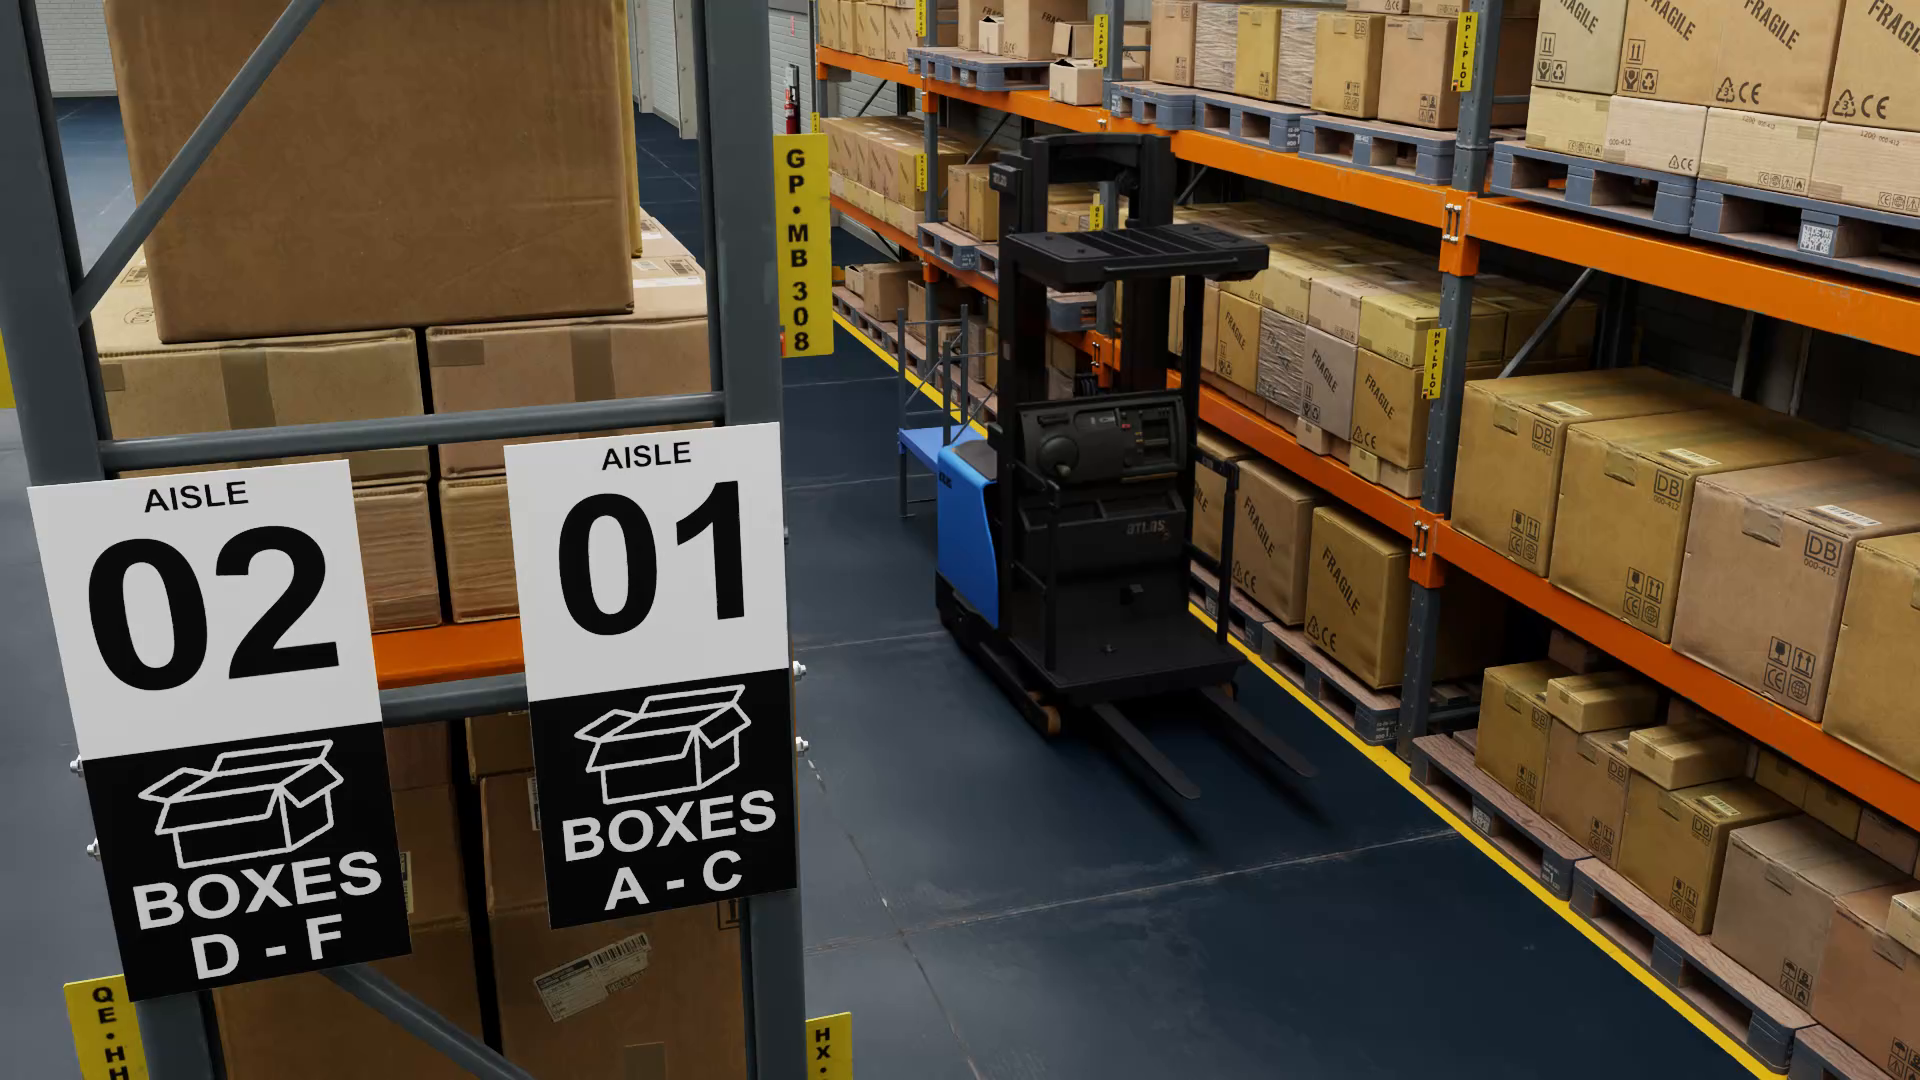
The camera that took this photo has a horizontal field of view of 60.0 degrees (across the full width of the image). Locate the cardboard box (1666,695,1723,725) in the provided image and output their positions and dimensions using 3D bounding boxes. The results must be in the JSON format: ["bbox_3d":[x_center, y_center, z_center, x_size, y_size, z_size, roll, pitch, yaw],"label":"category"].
[{"bbox_3d":[3.222,0.750,7.008,0.380,0.149,0.250,-7,21,-19],"label":"cardboard box"}]

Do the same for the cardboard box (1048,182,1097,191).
[{"bbox_3d":[0.709,-2.627,13.493,0.700,0.500,0.500,-4,20,-10],"label":"cardboard box"}]

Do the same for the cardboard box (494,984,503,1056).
[{"bbox_3d":[-0.810,1.068,3.856,0.500,0.500,0.500,-7,21,-18],"label":"cardboard box"}]

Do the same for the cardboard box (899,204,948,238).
[{"bbox_3d":[-0.261,-2.986,15.485,0.500,0.250,0.500,-6,21,-17],"label":"cardboard box"}]

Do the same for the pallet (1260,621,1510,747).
[{"bbox_3d":[2.376,0.713,9.120,1.003,0.211,1.213,-6,21,-17],"label":"pallet"}]

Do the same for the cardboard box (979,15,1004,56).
[{"bbox_3d":[0.465,-4.113,13.504,0.500,0.311,0.500,-6,21,-15],"label":"cardboard box"}]

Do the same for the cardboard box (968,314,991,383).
[{"bbox_3d":[0.423,-1.724,14.825,0.700,0.500,0.500,-6,21,-15],"label":"cardboard box"}]

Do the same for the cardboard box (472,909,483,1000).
[{"bbox_3d":[-1.319,1.123,3.705,0.500,0.500,0.500,-6,21,-17],"label":"cardboard box"}]

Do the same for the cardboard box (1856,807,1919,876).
[{"bbox_3d":[3.543,1.077,6.097,0.380,0.149,0.250,-6,21,-16],"label":"cardboard box"}]

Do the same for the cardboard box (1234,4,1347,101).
[{"bbox_3d":[2.018,-2.817,9.585,0.700,0.500,0.500,-5,20,-14],"label":"cardboard box"}]

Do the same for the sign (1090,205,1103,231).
[{"bbox_3d":[0.921,-2.091,11.204,0.100,0.325,0.005,-6,21,-17],"label":"sign"}]

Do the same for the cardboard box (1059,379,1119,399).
[{"bbox_3d":[1.157,-0.900,12.532,0.700,0.500,0.500,-6,21,-16],"label":"cardboard box"}]

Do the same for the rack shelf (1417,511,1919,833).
[{"bbox_3d":[3.319,0.620,6.317,1.077,0.370,4.000,-6,21,-17],"label":"rack shelf"}]

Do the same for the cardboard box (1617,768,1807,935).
[{"bbox_3d":[3.142,1.196,6.726,0.700,0.500,0.500,-6,21,-16],"label":"cardboard box"}]

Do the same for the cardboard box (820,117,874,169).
[{"bbox_3d":[-1.217,-4.318,18.083,0.500,0.500,0.500,-6,21,-17],"label":"cardboard box"}]

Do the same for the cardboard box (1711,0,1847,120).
[{"bbox_3d":[2.976,-1.718,5.669,0.500,0.500,0.500,-6,21,-17],"label":"cardboard box"}]

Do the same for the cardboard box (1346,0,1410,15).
[{"bbox_3d":[2.350,-2.851,8.571,0.500,0.250,0.500,-7,21,-19],"label":"cardboard box"}]

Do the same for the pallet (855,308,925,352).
[{"bbox_3d":[-0.456,-2.219,17.282,1.003,0.211,1.213,-6,21,-17],"label":"pallet"}]

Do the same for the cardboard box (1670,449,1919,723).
[{"bbox_3d":[3.308,0.142,6.141,0.980,0.700,0.700,-7,21,-20],"label":"cardboard box"}]

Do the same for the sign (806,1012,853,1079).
[{"bbox_3d":[-0.239,0.986,2.954,0.100,0.325,0.005,-6,21,-17],"label":"sign"}]

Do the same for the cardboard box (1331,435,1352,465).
[{"bbox_3d":[2.175,-0.496,8.703,0.380,0.149,0.250,-6,21,-16],"label":"cardboard box"}]

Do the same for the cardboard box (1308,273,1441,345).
[{"bbox_3d":[2.149,-1.197,8.586,0.500,0.250,0.500,-6,21,-16],"label":"cardboard box"}]

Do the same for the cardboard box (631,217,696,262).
[{"bbox_3d":[-0.819,-0.479,3.358,0.500,0.250,0.500,-6,21,-17],"label":"cardboard box"}]

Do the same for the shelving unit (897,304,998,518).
[{"bbox_3d":[-0.027,-0.733,11.239,0.538,1.500,1.048,-6,21,-17],"label":"shelving unit"}]

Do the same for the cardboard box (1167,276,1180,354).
[{"bbox_3d":[1.499,-1.488,10.505,0.500,0.500,0.500,-6,21,-15],"label":"cardboard box"}]

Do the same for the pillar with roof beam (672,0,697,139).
[{"bbox_3d":[-9.785,-12.221,32.128,9.100,9.000,0.400,-6,21,-17],"label":"pillar with roof beam"}]

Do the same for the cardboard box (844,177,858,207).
[{"bbox_3d":[-0.898,-3.630,17.279,0.500,0.250,0.500,-7,21,-18],"label":"cardboard box"}]

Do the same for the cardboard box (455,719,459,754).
[{"bbox_3d":[-1.946,0.477,5.504,0.500,0.500,0.500,-6,21,-16],"label":"cardboard box"}]

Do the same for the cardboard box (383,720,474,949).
[{"bbox_3d":[-1.314,0.658,3.521,0.500,0.500,0.500,-6,21,-16],"label":"cardboard box"}]

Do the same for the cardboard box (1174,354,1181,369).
[{"bbox_3d":[1.587,-1.161,10.554,0.380,0.149,0.250,-7,21,-18],"label":"cardboard box"}]

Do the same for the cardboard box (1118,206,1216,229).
[{"bbox_3d":[1.340,-2.011,10.851,0.500,0.250,0.500,-6,21,-16],"label":"cardboard box"}]

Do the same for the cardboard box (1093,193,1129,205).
[{"bbox_3d":[1.181,-2.412,11.937,0.380,0.149,0.250,-10,22,-26],"label":"cardboard box"}]

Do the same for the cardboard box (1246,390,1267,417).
[{"bbox_3d":[1.885,-0.829,9.628,0.380,0.149,0.250,-6,21,-15],"label":"cardboard box"}]

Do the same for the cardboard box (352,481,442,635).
[{"bbox_3d":[-1.166,-0.027,2.839,0.500,0.250,0.500,-6,21,-17],"label":"cardboard box"}]

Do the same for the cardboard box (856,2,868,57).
[{"bbox_3d":[-0.723,-5.033,16.378,0.500,0.500,0.500,-5,20,-14],"label":"cardboard box"}]

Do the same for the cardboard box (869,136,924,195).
[{"bbox_3d":[-0.577,-3.660,16.253,0.500,0.500,0.500,-7,21,-19],"label":"cardboard box"}]

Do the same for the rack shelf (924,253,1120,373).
[{"bbox_3d":[0.804,-1.947,13.464,1.077,0.370,4.000,-6,21,-17],"label":"rack shelf"}]

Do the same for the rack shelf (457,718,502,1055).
[{"bbox_3d":[-1.383,1.148,4.848,1.077,0.370,4.000,-6,21,-17],"label":"rack shelf"}]

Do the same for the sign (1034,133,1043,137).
[{"bbox_3d":[0.702,-3.532,15.101,0.100,0.325,0.005,-6,21,-17],"label":"sign"}]

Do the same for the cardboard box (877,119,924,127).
[{"bbox_3d":[-0.583,-4.212,17.788,0.500,0.500,0.500,-6,21,-16],"label":"cardboard box"}]

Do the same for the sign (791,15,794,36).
[{"bbox_3d":[-2.575,-7.905,25.558,0.001,0.298,0.199,-6,21,-17],"label":"sign"}]

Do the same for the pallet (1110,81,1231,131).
[{"bbox_3d":[1.686,-2.766,10.521,1.213,0.211,1.003,-5,20,-15],"label":"pallet"}]

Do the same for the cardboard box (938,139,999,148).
[{"bbox_3d":[0.067,-3.559,15.970,0.500,0.500,0.500,-7,21,-18],"label":"cardboard box"}]

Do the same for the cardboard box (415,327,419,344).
[{"bbox_3d":[-1.468,-0.584,3.651,0.500,0.250,0.500,-6,21,-17],"label":"cardboard box"}]

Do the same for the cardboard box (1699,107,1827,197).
[{"bbox_3d":[2.972,-1.367,5.801,0.500,0.250,0.500,-7,21,-19],"label":"cardboard box"}]

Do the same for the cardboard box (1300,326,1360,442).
[{"bbox_3d":[2.136,-0.841,8.702,0.500,0.500,0.500,-6,21,-17],"label":"cardboard box"}]

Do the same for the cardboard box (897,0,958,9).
[{"bbox_3d":[-0.239,-4.998,14.800,0.500,0.500,0.500,-8,21,-22],"label":"cardboard box"}]

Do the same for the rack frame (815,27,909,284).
[{"bbox_3d":[-1.081,-4.211,18.703,1.000,3.000,0.127,-6,21,-17],"label":"rack frame"}]

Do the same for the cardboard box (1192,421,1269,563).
[{"bbox_3d":[1.809,-0.298,10.368,0.750,0.750,0.750,-6,21,-17],"label":"cardboard box"}]

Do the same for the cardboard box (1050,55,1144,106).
[{"bbox_3d":[0.950,-3.225,11.624,0.500,0.311,0.500,-6,21,-17],"label":"cardboard box"}]

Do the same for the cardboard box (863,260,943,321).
[{"bbox_3d":[-0.587,-2.586,17.227,0.700,0.500,0.500,-8,21,-21],"label":"cardboard box"}]

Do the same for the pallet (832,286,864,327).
[{"bbox_3d":[-0.836,-2.610,18.370,1.003,0.211,1.213,-6,21,-17],"label":"pallet"}]

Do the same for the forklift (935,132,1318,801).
[{"bbox_3d":[0.833,-0.518,8.523,1.130,2.935,3.031,-7,21,-19],"label":"forklift"}]

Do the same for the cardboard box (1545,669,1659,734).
[{"bbox_3d":[2.762,0.693,7.165,0.380,0.149,0.250,-6,21,-15],"label":"cardboard box"}]

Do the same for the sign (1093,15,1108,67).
[{"bbox_3d":[0.917,-3.242,10.803,0.100,0.325,0.005,-6,21,-17],"label":"sign"}]

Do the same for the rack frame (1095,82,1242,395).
[{"bbox_3d":[1.433,-1.644,11.556,1.000,3.000,0.127,-6,21,-17],"label":"rack frame"}]

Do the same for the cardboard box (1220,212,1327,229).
[{"bbox_3d":[1.981,-1.909,10.566,0.500,0.250,0.500,-7,21,-19],"label":"cardboard box"}]

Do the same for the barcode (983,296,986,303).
[{"bbox_3d":[0.234,-2.307,15.977,0.001,0.075,0.075,-6,21,-17],"label":"barcode"}]

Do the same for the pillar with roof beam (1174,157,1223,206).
[{"bbox_3d":[-2.241,-4.519,10.685,9.100,9.000,0.400,-6,21,-17],"label":"pillar with roof beam"}]

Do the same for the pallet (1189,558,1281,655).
[{"bbox_3d":[1.989,0.320,10.212,1.003,0.211,1.213,-6,21,-17],"label":"pallet"}]
